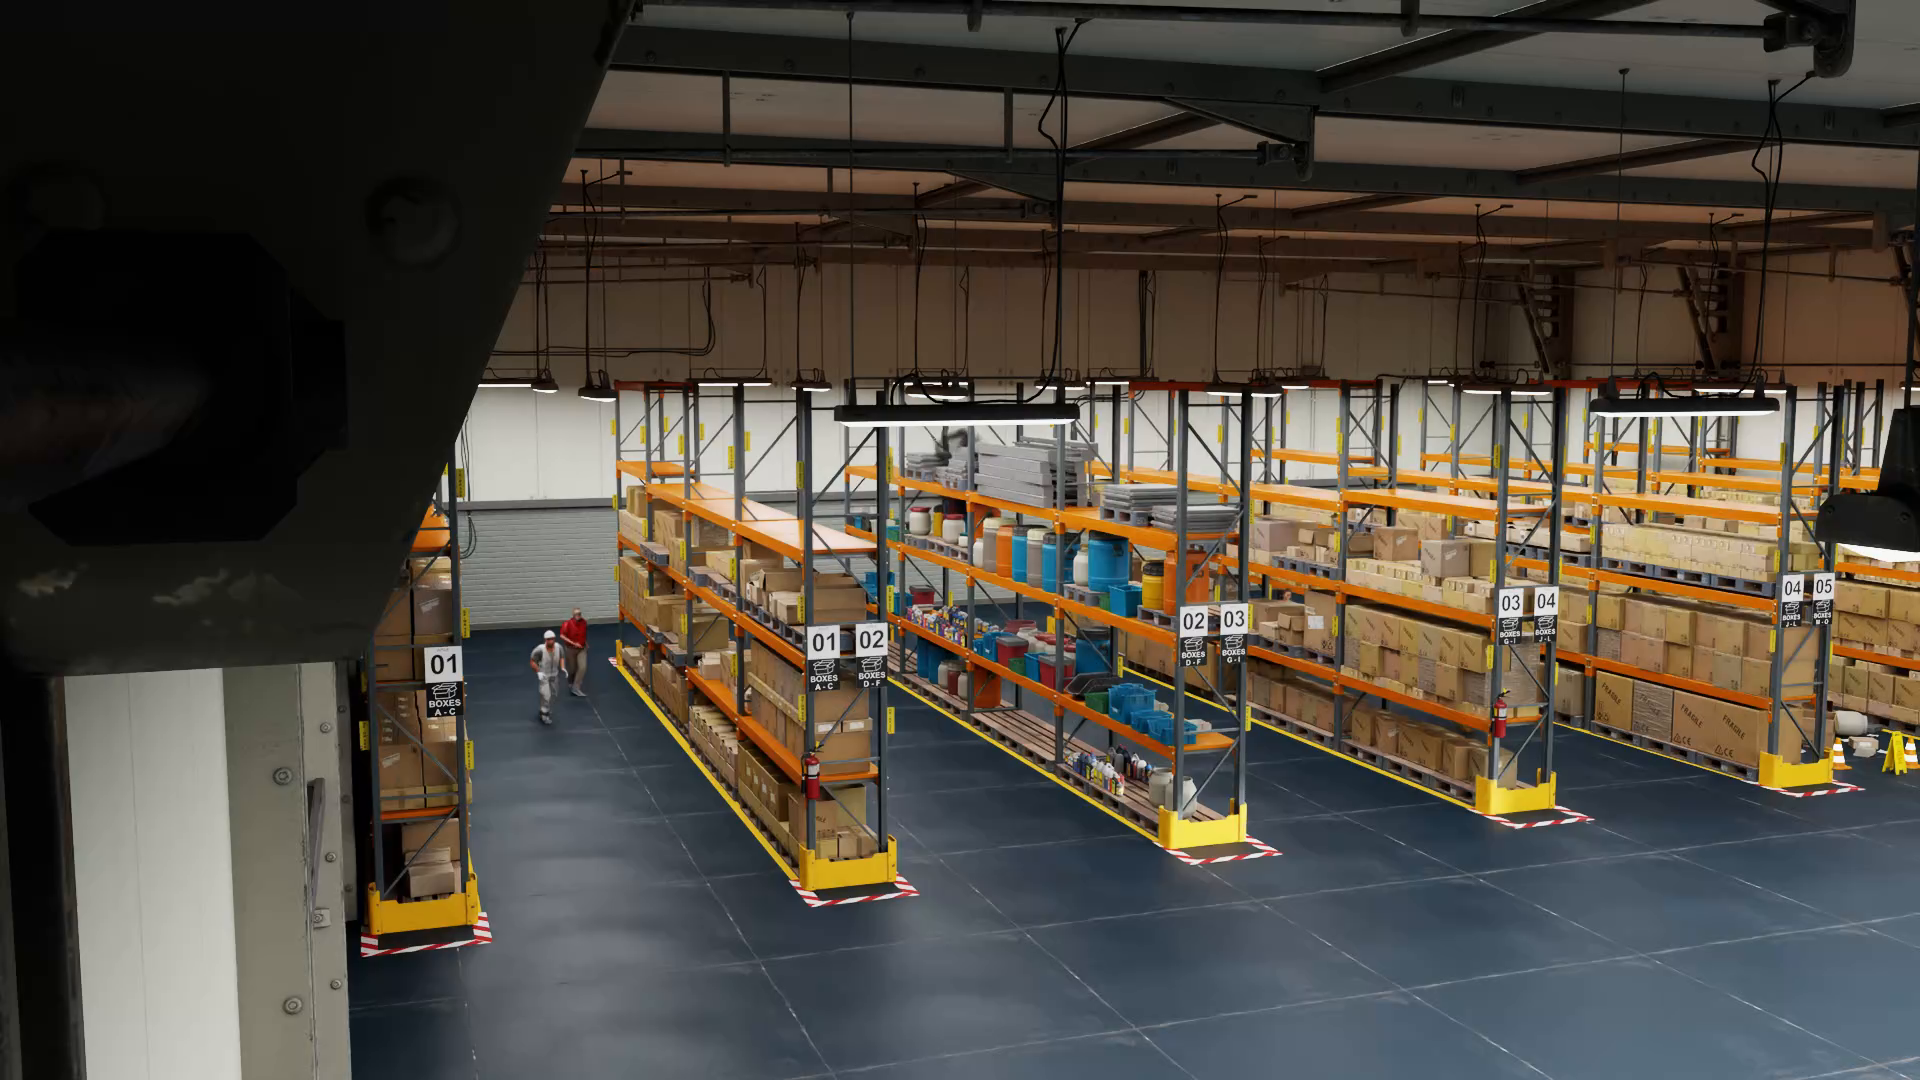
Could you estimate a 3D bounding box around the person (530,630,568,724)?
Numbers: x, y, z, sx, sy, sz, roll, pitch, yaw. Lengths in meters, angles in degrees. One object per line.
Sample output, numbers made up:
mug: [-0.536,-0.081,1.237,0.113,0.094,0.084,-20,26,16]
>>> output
person: [-7.299,2.393,29.336,0.859,1.697,0.663,6,8,44]

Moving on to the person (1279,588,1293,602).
person: [6.755,1.831,34.856,0.564,1.697,0.442,1,6,10]

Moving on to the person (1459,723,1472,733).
person: [8.829,2.457,28.320,0.630,1.728,0.824,-2,7,-22]

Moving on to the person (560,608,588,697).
person: [-7.408,2.121,31.840,0.639,1.704,0.845,-4,7,-35]
